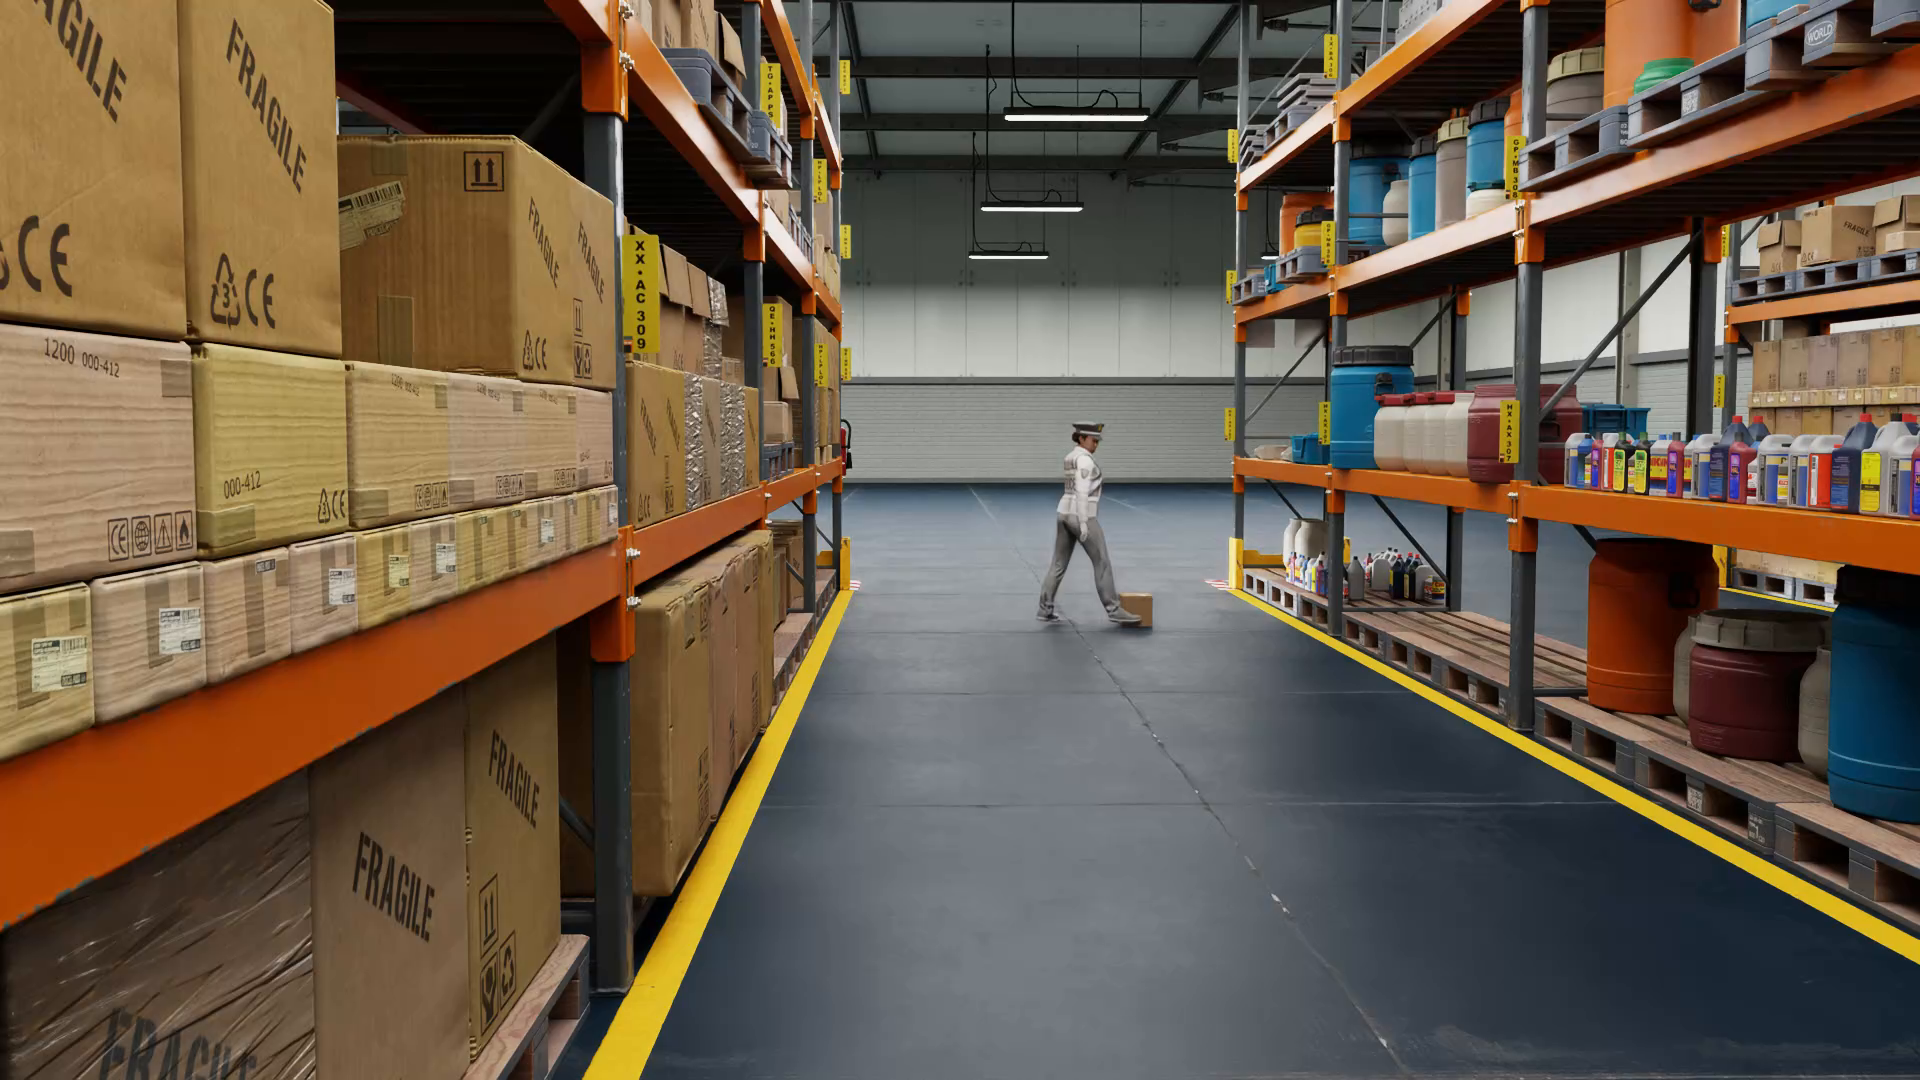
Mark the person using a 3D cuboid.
[{"bbox_3d":[1.032,-0.144,13.488,0.754,1.640,0.600,-2,4,-24],"label":"person"}]
